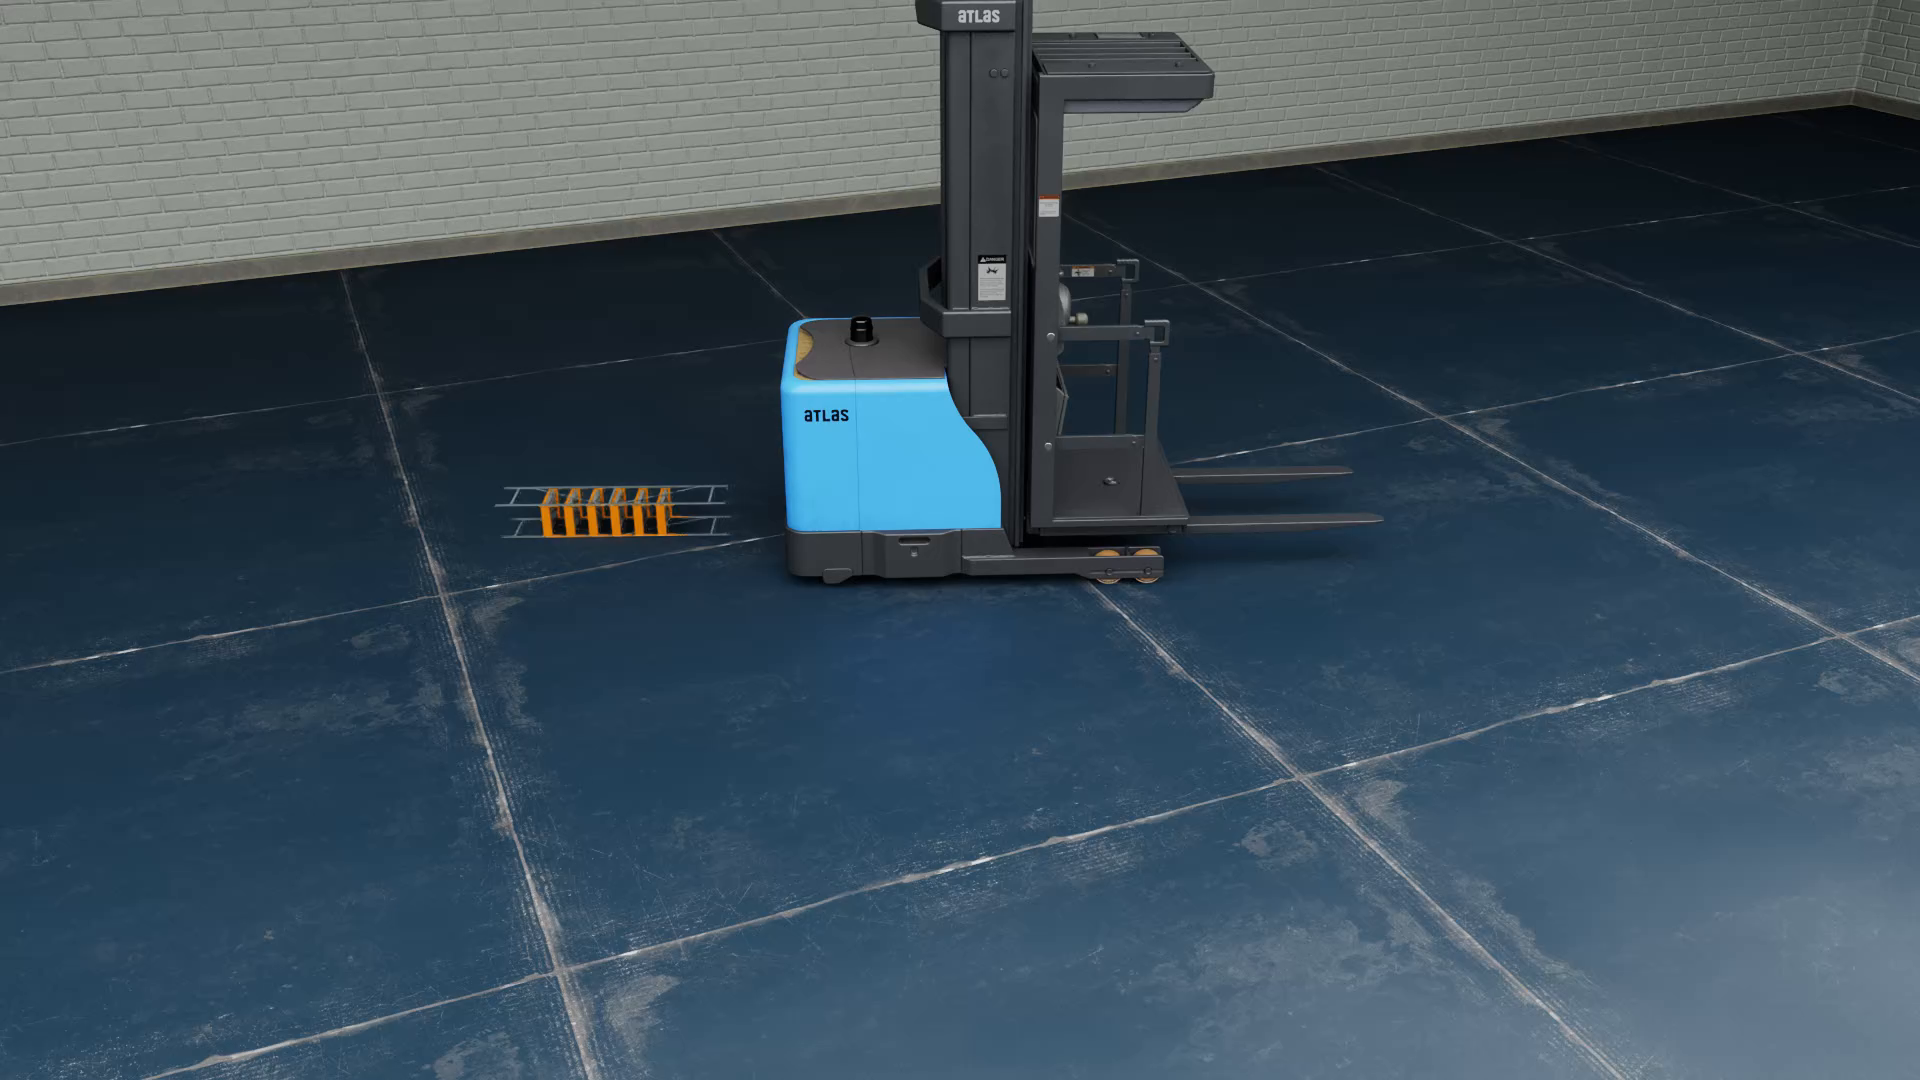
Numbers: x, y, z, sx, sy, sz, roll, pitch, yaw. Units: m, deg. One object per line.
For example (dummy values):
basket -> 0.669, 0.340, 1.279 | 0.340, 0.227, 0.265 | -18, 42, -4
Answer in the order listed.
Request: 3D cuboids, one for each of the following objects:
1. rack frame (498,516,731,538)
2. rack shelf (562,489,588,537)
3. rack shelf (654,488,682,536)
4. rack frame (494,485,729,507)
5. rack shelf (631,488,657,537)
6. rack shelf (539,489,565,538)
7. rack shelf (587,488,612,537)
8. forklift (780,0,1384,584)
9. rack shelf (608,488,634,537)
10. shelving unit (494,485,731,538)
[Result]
rack frame -> -1.836, -0.071, 8.883 | 1.200, 0.006, 0.240 | -1, 26, -1
rack shelf -> -2.031, -0.151, 8.838 | 0.103, 0.180, 0.258 | -1, 26, -1
rack shelf -> -1.551, -0.156, 8.849 | 0.103, 0.180, 0.258 | -1, 26, -1
rack frame -> -1.836, -0.235, 8.802 | 1.200, 0.006, 0.240 | -1, 26, -1
rack shelf -> -1.671, -0.155, 8.846 | 0.103, 0.180, 0.258 | -1, 26, -1
rack shelf -> -2.151, -0.149, 8.835 | 0.103, 0.180, 0.258 | -1, 26, -1
rack shelf -> -1.911, -0.152, 8.841 | 0.103, 0.180, 0.258 | -1, 26, -1
forklift -> 0.629, -1.330, 8.133 | 3.031, 2.935, 1.130 | -1, 26, -2
rack shelf -> -1.791, -0.153, 8.843 | 0.103, 0.180, 0.258 | -1, 26, -1
shelving unit -> -1.836, -0.153, 8.842 | 1.200, 0.189, 0.258 | -1, 26, -1
